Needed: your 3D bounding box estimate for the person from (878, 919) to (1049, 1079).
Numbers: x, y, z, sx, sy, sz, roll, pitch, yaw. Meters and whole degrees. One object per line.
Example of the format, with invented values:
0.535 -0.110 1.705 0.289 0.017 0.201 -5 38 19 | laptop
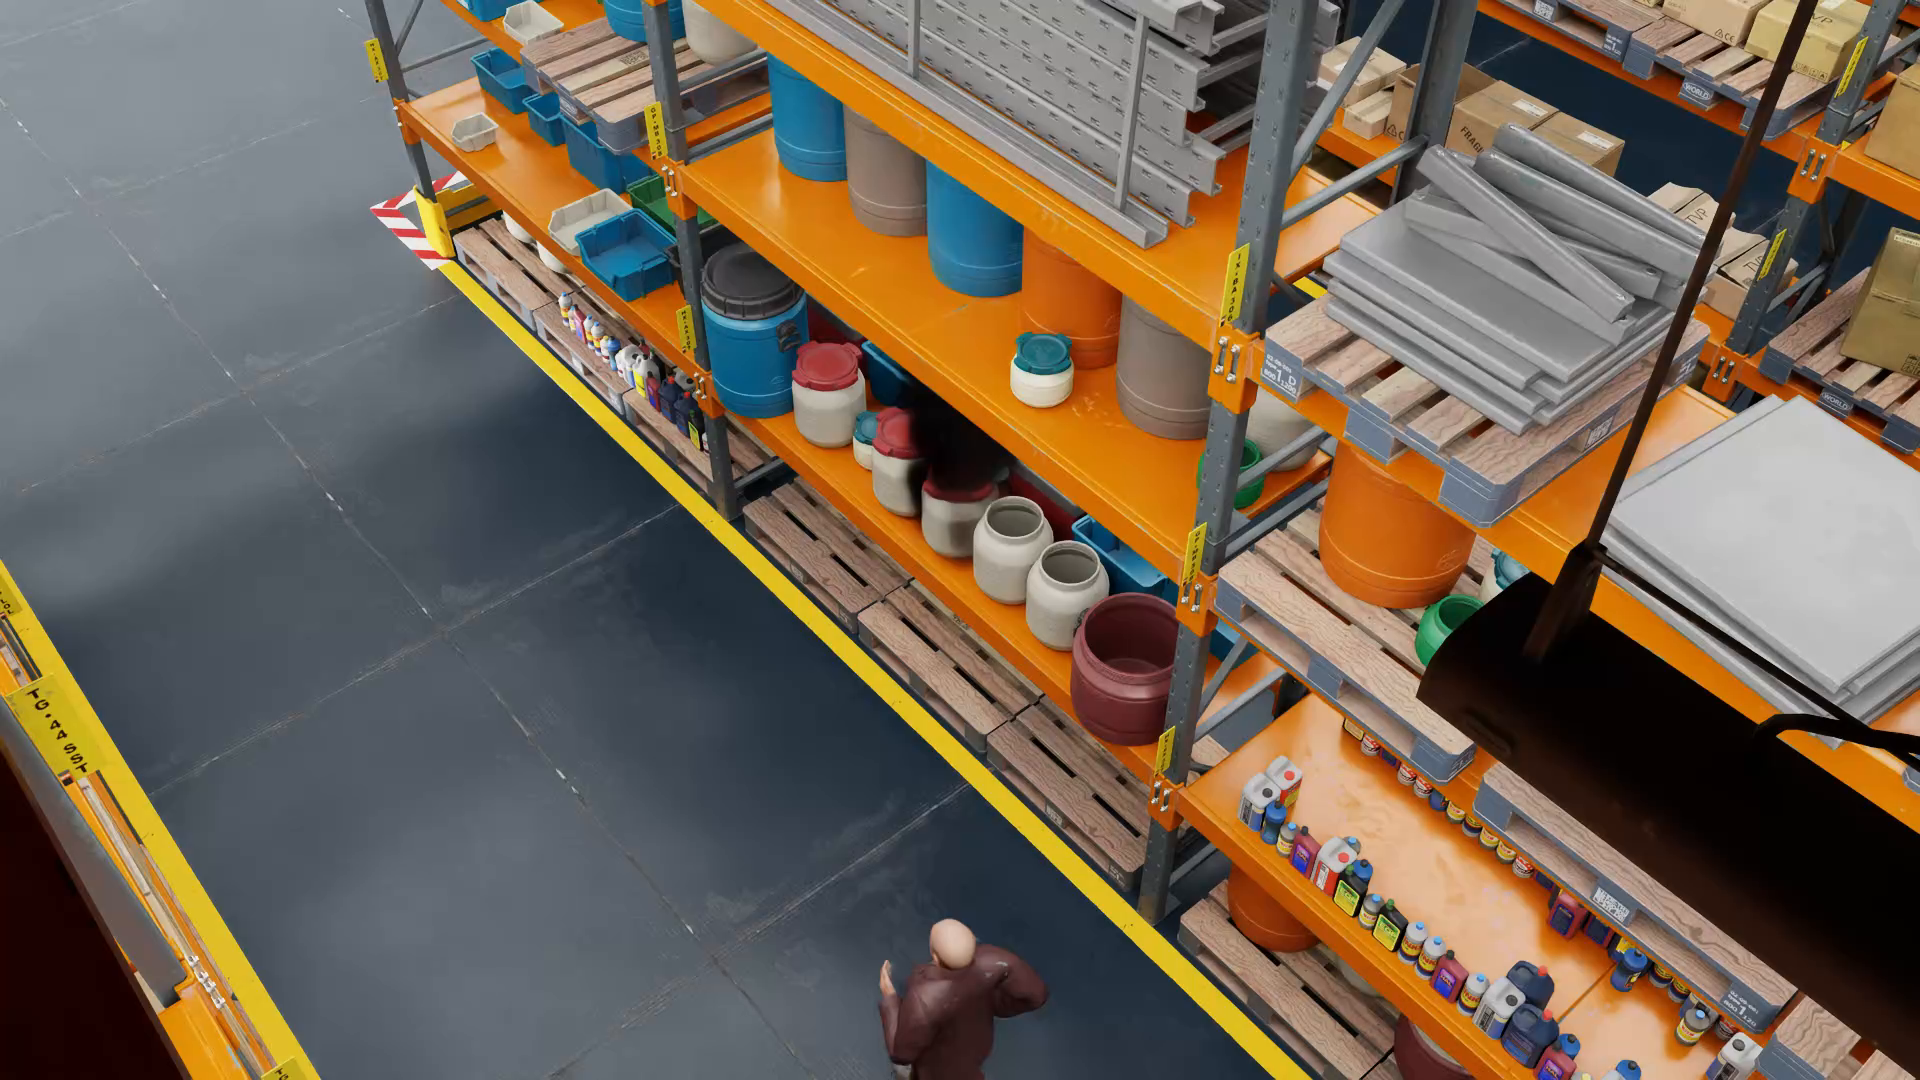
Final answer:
-0.037 2.224 7.289 0.940 1.820 0.686 36 56 29 | person
